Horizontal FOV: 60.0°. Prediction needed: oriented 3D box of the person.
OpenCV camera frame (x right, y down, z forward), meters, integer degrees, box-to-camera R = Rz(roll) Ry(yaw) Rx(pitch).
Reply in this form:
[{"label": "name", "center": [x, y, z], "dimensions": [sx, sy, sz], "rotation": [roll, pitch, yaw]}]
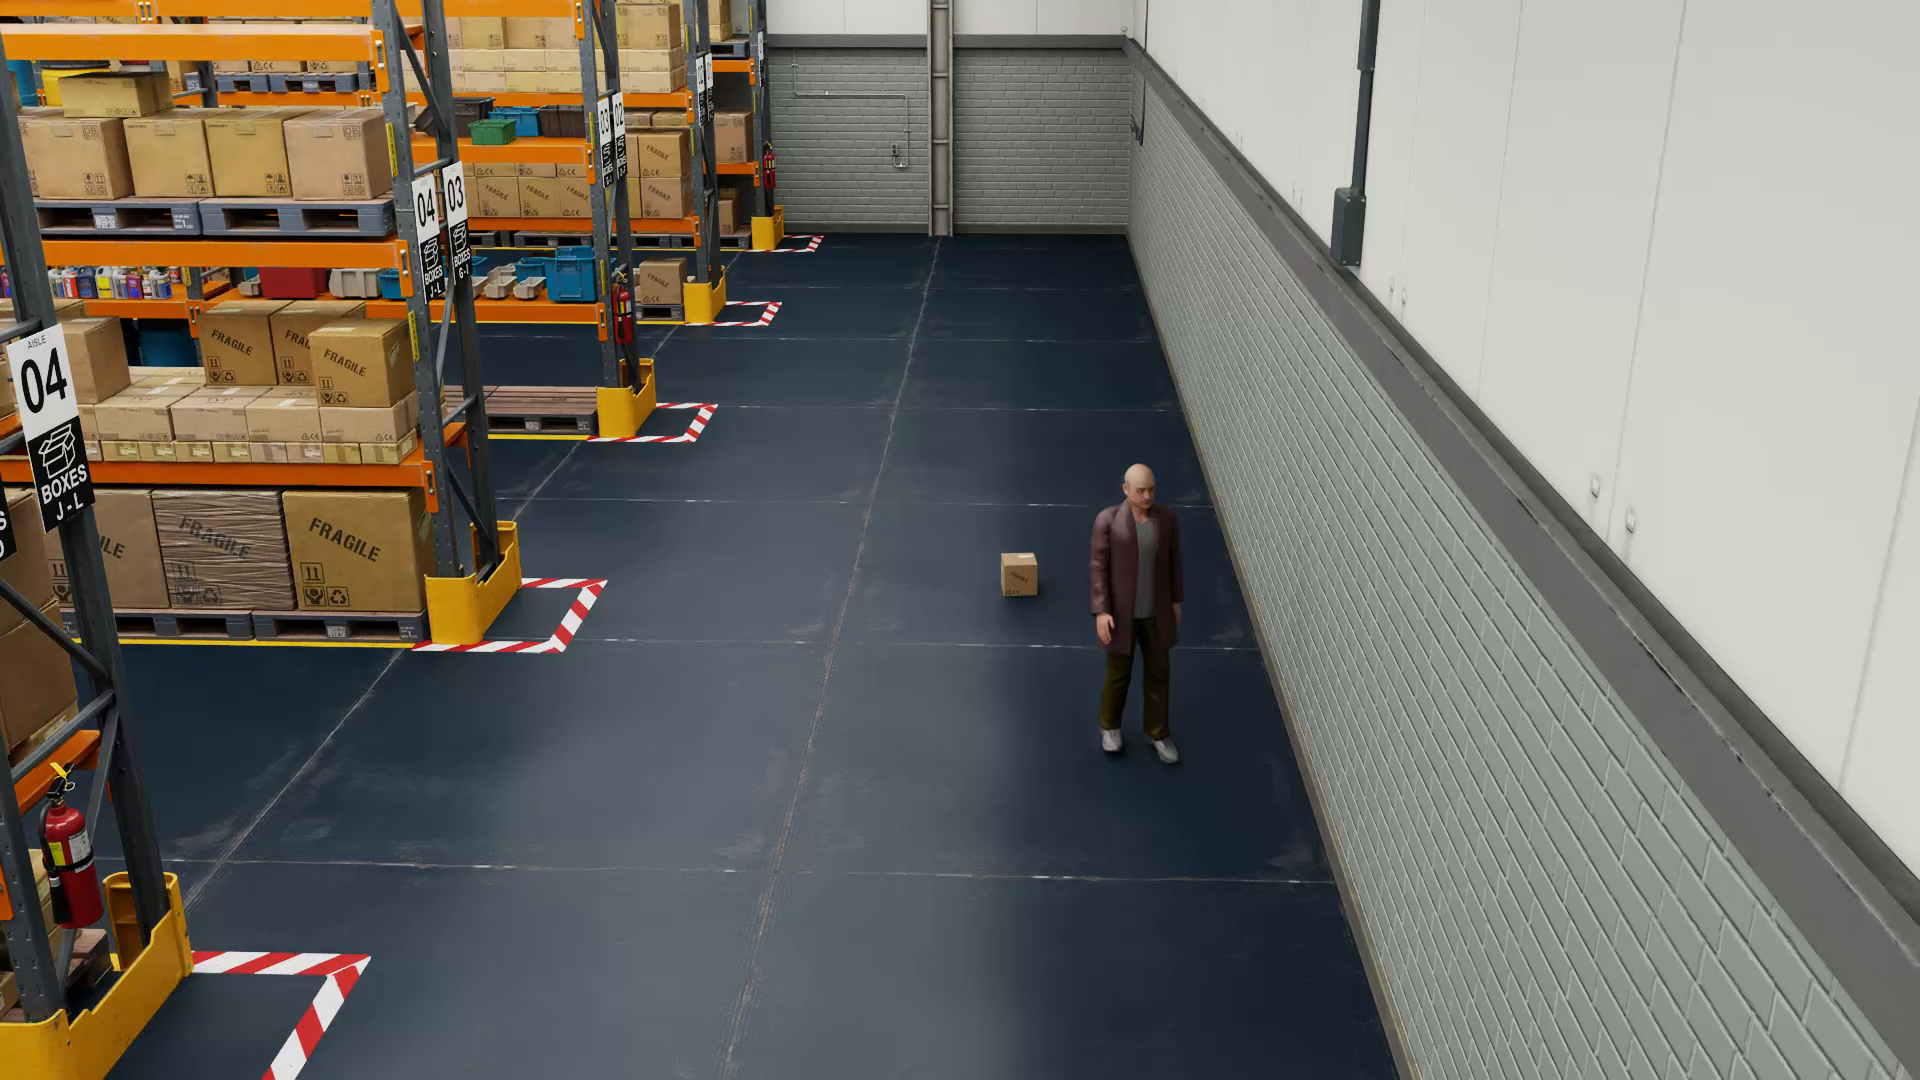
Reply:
[{"label": "person", "center": [1.074, 0.492, 9.894], "dimensions": [0.635, 1.686, 0.523], "rotation": [-5, 21, -13]}]
